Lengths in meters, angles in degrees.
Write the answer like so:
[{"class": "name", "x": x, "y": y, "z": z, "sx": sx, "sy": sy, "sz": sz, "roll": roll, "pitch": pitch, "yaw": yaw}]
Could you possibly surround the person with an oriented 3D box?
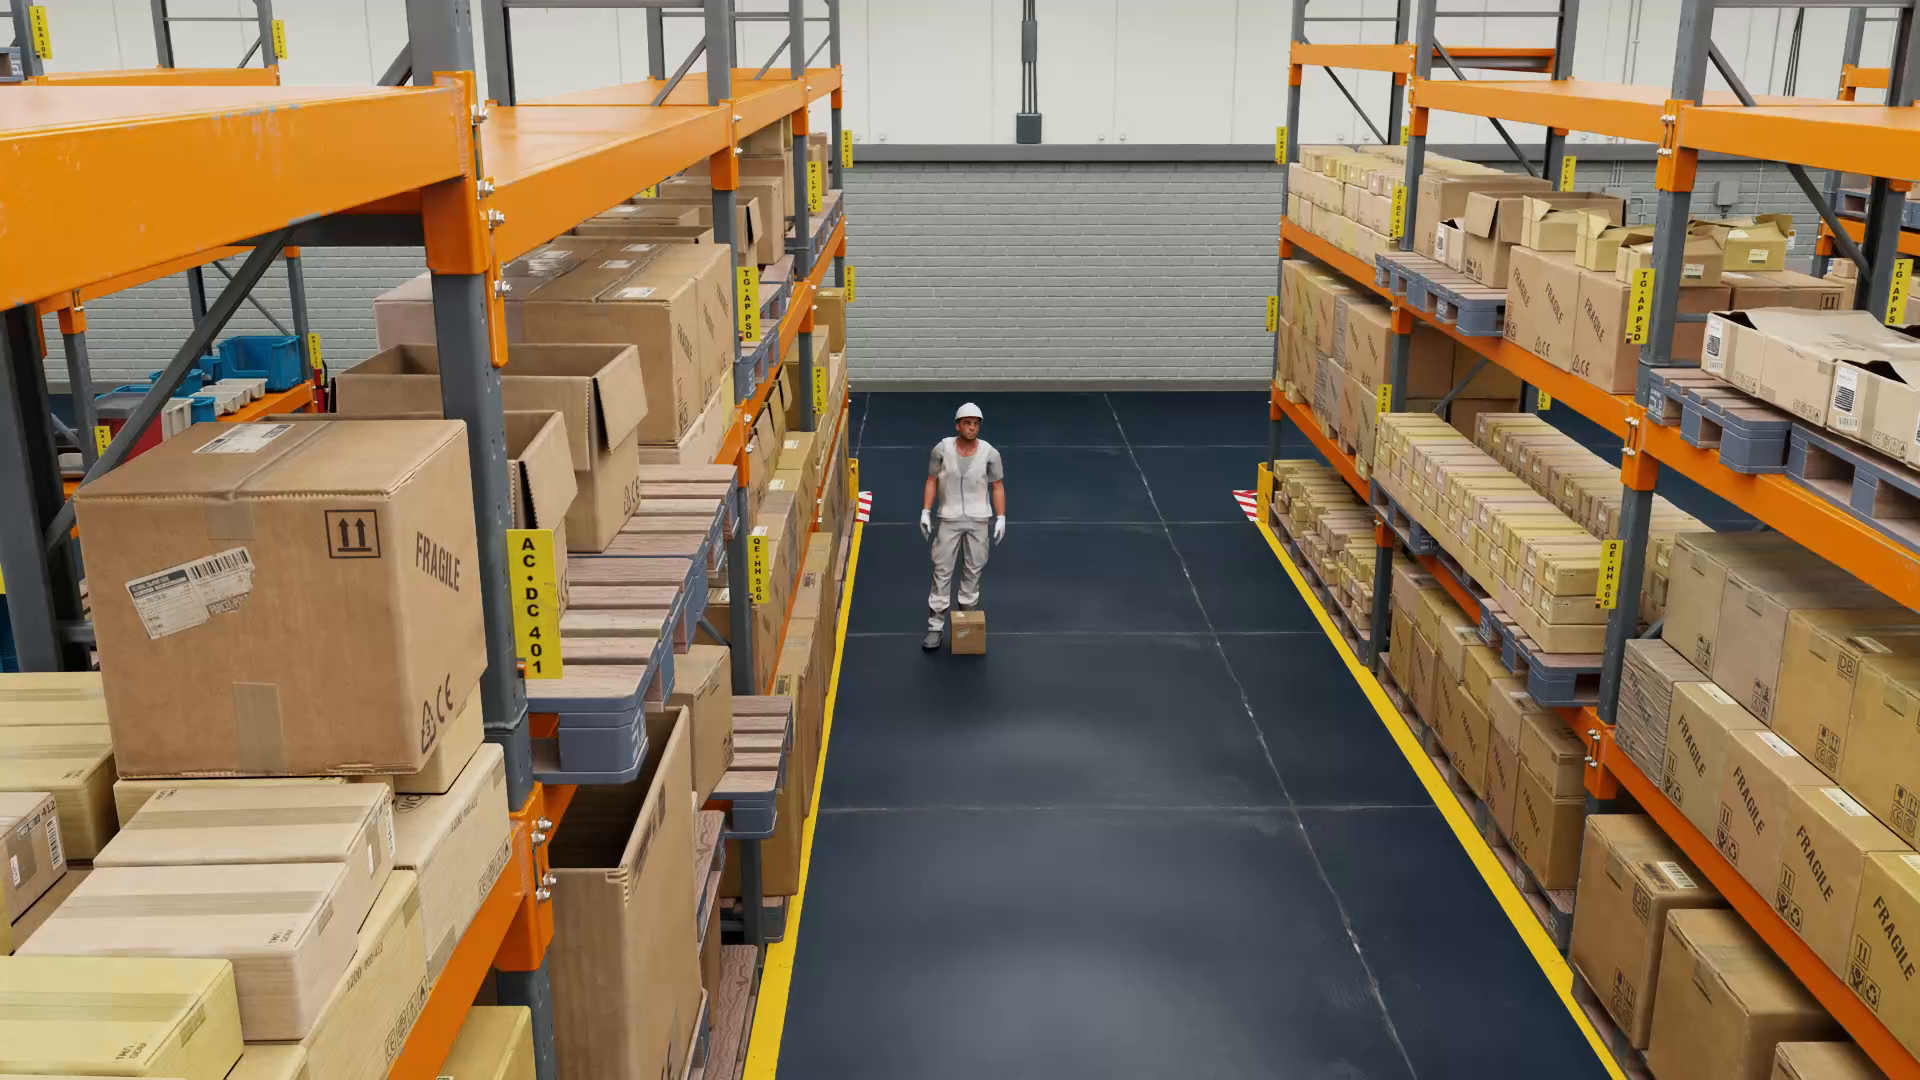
[{"class": "person", "x": 0.022, "y": -0.110, "z": 12.332, "sx": 0.638, "sy": 1.790, "sz": 0.561, "roll": 0, "pitch": 17, "yaw": -1}]
